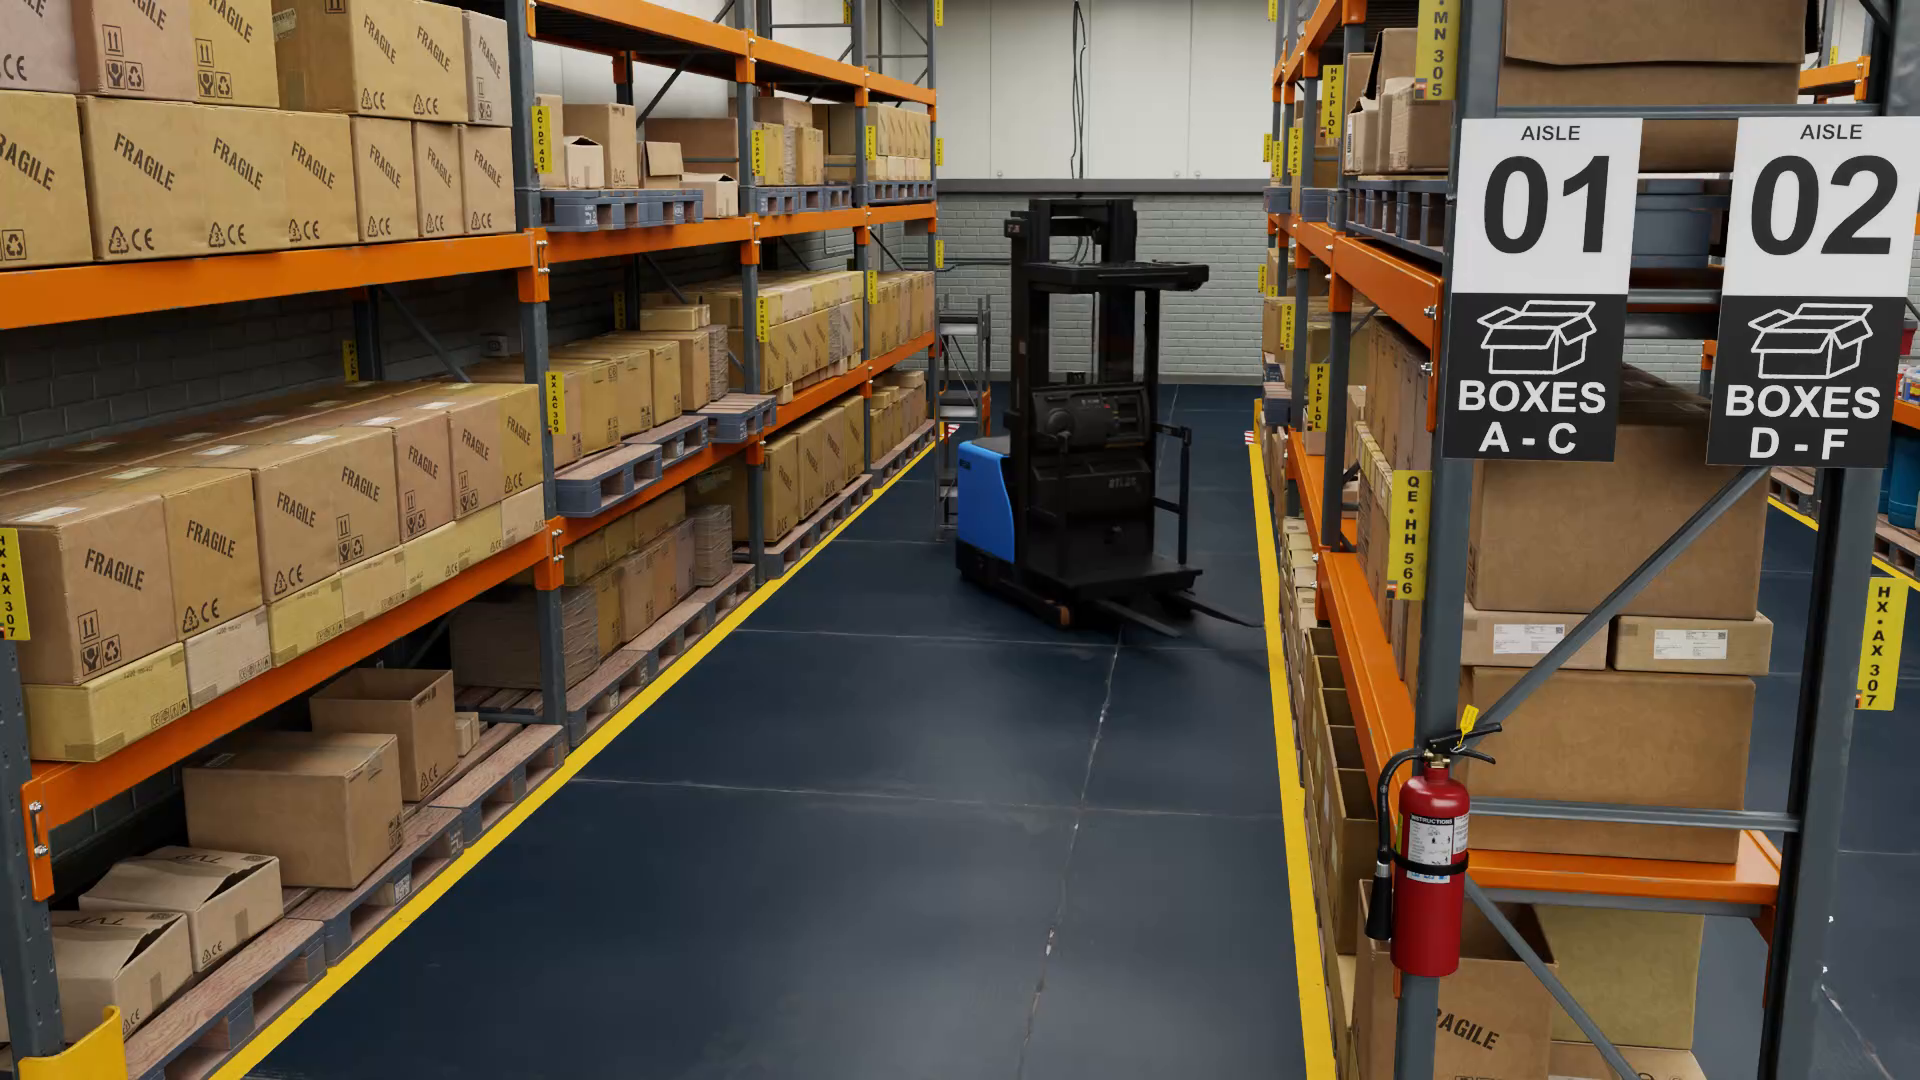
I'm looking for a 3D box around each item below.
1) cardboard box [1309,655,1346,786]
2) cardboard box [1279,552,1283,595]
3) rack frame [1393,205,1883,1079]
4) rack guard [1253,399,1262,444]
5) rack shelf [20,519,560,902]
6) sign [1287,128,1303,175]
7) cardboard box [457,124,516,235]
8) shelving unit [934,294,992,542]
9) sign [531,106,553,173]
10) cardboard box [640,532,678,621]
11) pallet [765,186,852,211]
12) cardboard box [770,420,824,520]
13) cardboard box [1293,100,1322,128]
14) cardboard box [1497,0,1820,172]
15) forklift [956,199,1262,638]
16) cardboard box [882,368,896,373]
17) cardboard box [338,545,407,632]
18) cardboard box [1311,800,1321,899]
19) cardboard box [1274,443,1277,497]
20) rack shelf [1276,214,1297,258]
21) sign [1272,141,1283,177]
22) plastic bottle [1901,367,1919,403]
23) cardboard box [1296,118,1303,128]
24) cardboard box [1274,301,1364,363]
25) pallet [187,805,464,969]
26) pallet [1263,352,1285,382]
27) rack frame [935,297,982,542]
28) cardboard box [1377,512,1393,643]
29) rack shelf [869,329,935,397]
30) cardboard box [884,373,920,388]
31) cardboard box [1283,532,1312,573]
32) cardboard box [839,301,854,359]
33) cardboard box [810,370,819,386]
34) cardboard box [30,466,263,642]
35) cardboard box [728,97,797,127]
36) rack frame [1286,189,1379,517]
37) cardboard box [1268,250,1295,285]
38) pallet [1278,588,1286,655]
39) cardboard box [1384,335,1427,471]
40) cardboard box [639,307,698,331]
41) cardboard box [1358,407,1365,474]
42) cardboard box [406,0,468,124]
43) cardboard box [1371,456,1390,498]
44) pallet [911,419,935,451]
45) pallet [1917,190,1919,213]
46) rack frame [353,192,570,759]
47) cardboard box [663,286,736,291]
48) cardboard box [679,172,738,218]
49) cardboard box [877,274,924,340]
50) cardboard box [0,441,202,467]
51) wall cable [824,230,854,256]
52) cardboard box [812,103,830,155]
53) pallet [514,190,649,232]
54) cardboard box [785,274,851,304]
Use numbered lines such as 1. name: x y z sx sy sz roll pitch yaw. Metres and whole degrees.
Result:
1. cardboard box: 1.813 0.822 7.309 0.500 0.500 0.500 2 12 9
2. cardboard box: 2.507 0.265 11.675 0.500 0.250 0.500 2 12 8
3. rack frame: 1.648 0.692 4.163 1.000 3.000 0.127 2 12 9
4. rack guard: 4.097 -1.401 19.808 1.175 0.500 0.348 2 12 9
5. rack shelf: -2.940 0.467 6.912 1.077 0.370 4.000 2 12 9
6. sign: 2.342 -2.711 11.604 0.100 0.325 0.005 2 12 9
7. cardboard box: -2.466 -1.712 7.912 0.500 0.500 0.500 2 12 10
8. shelving unit: 0.025 -1.061 14.432 0.431 2.100 0.503 2 12 9
9. sign: -2.095 -2.004 8.324 0.100 0.325 0.005 2 12 9
10. cardboard box: -2.319 0.233 11.181 0.700 0.500 0.500 2 12 8
11. pallet: -1.494 -3.146 15.307 0.805 0.209 1.217 1 12 6
12. cardboard box: -1.633 -0.619 14.350 0.750 0.750 0.750 2 12 8
13. cardboard box: 3.530 -3.913 15.798 0.700 0.500 0.500 2 12 9
14. cardboard box: 1.740 -1.218 4.332 0.797 0.503 0.637 3 12 13
15. forklift: 1.040 -0.916 11.787 1.130 2.935 3.031 -6 13 -24
16. cardboard box: -0.974 -1.983 19.970 0.380 0.149 0.250 2 12 9
17. cardboard box: -2.629 0.185 6.825 0.500 0.250 0.500 2 12 9
18. cardboard box: 1.728 1.293 6.906 0.500 0.250 0.500 2 12 9
19. cardboard box: 3.107 -0.595 15.024 0.500 0.500 0.500 2 12 9
20. rack shelf: 3.186 -2.505 13.582 1.077 0.370 4.000 2 12 9
21. sign: 2.956 -3.541 15.458 0.100 0.325 0.005 2 12 9
22. plastic bottle: 7.761 -1.259 13.511 0.152 0.276 0.135 2 12 9
23. cardboard box: 3.343 -3.473 14.898 0.600 0.600 0.600 1 12 3
24. cardboard box: 3.156 -1.824 14.602 0.700 0.500 0.500 4 13 18
25. pallet: -2.886 1.458 7.226 1.003 0.211 1.213 2 12 9
26. pallet: 3.263 -1.550 15.019 1.003 0.211 1.213 2 12 9
27. rack frame: -0.012 -1.010 14.196 0.400 2.100 0.015 2 12 9
28. cardboard box: 2.045 0.117 6.593 0.700 0.500 0.500 2 12 9
29. rack shelf: -1.094 -2.031 18.503 1.077 0.370 4.000 2 12 9
30. cardboard box: -0.674 -1.864 19.421 0.380 0.149 0.250 2 12 10
31. cardboard box: 2.435 0.100 11.107 0.500 0.311 0.500 2 12 7
32. cardboard box: -1.293 -1.959 15.474 0.500 0.500 0.500 2 12 9
33. cardboard box: -1.465 -1.455 14.676 0.380 0.149 0.250 2 12 10
34. cardboard box: -2.791 0.037 5.731 0.500 0.500 0.500 2 12 9
35. cardboard box: -1.737 -3.768 14.678 0.500 0.250 0.500 1 12 7
36. rack frame: 2.878 -0.974 11.891 1.000 3.000 0.127 2 12 9
37. cardboard box: 3.707 -2.984 18.607 0.500 0.500 0.500 2 12 9
38. pallet: 2.713 0.560 11.395 1.003 0.211 1.213 2 12 9
39. cardboard box: 2.047 -0.522 6.478 0.700 0.500 0.500 2 12 9
40. cardboard box: -2.075 -1.574 11.856 0.380 0.149 0.250 0 12 -1
41. cardboard box: 2.478 -0.459 9.265 0.500 0.500 0.500 3 12 13
42. cardboard box: -2.516 -2.086 7.276 0.500 0.500 0.500 3 12 12
43. cardboard box: 1.874 -0.245 6.731 0.380 0.149 0.250 1 12 7
44. pallet: -0.832 -1.266 19.869 1.003 0.211 1.213 2 12 9
45. pallet: 8.363 -2.853 13.938 1.213 0.211 1.003 2 12 9
46. rack frame: -2.632 -0.301 8.768 1.000 3.000 0.127 2 12 9
47. cardboard box: -2.120 -1.914 13.486 0.500 0.250 0.500 1 12 7
48. cardboard box: -1.861 -2.407 11.587 0.500 0.311 0.500 2 12 9
49. cardboard box: -0.956 -2.687 19.129 0.980 0.700 0.700 2 12 8
50. cardboard box: -3.223 -0.088 6.311 0.500 0.500 0.500 2 12 7
51. wall cable: -1.525 -3.592 21.631 0.084 1.984 1.851 2 12 9
52. cardboard box: -1.525 -4.133 16.771 0.500 0.500 0.500 2 12 8
53. pallet: -2.432 -1.800 9.052 1.213 0.211 1.003 2 12 9
54. cardboard box: -1.309 -2.325 15.391 0.500 0.250 0.500 2 12 10
